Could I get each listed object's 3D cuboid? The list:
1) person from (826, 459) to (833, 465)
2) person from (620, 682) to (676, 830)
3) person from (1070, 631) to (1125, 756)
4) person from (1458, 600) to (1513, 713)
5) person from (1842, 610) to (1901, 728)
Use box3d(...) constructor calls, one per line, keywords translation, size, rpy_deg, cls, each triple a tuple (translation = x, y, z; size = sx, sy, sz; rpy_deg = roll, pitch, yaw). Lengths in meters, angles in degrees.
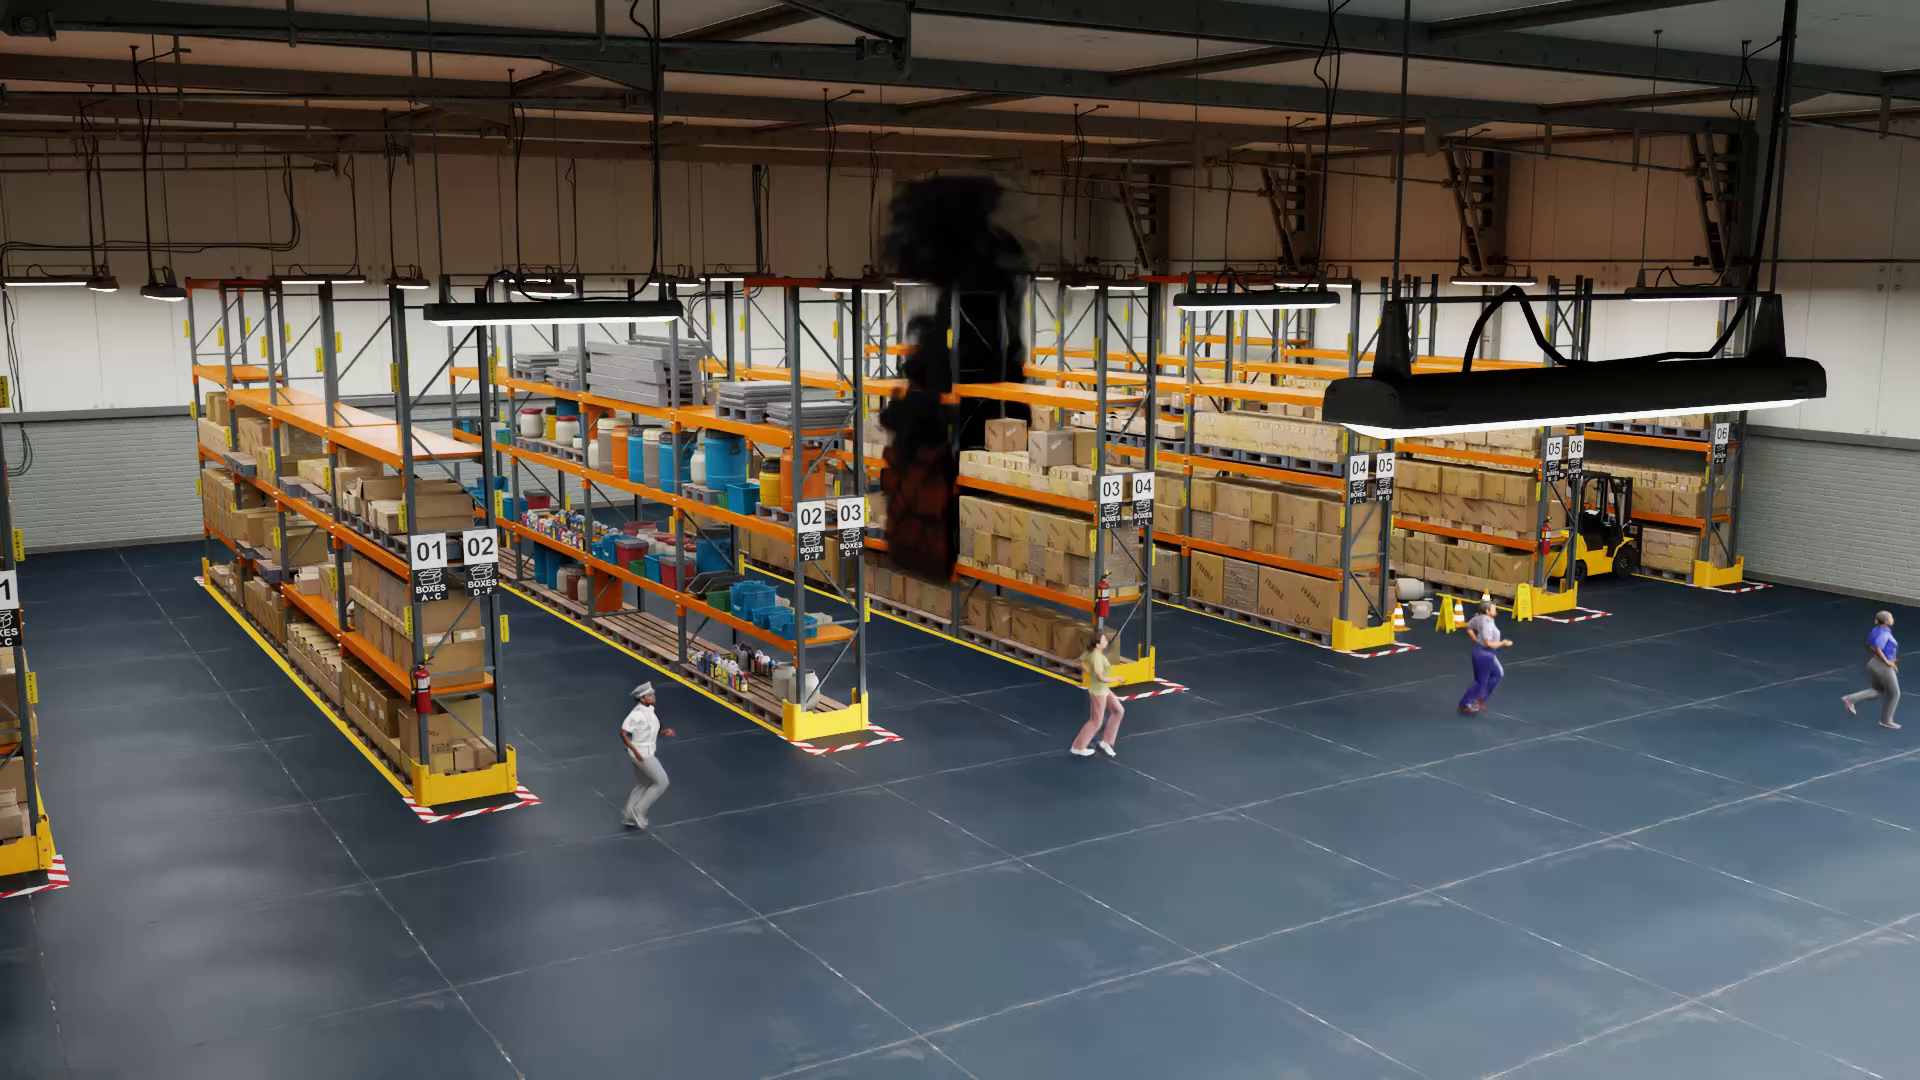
box3d(translation=(-3.190, -1.119, 39.718), size=(0.591, 1.668, 0.857), rpy_deg=(-6, 11, -31), cls="person")
box3d(translation=(-3.499, 2.403, 18.684), size=(0.616, 1.675, 0.555), rpy_deg=(0, 10, -3), cls="person")
box3d(translation=(1.768, 1.985, 21.322), size=(0.692, 1.675, 0.581), rpy_deg=(0, 10, 1), cls="person")
box3d(translation=(7.366, 1.657, 23.312), size=(0.685, 1.662, 0.580), rpy_deg=(2, 10, 10), cls="person")
box3d(translation=(12.520, 1.767, 22.705), size=(0.760, 1.643, 0.577), rpy_deg=(1, 10, 8), cls="person")
